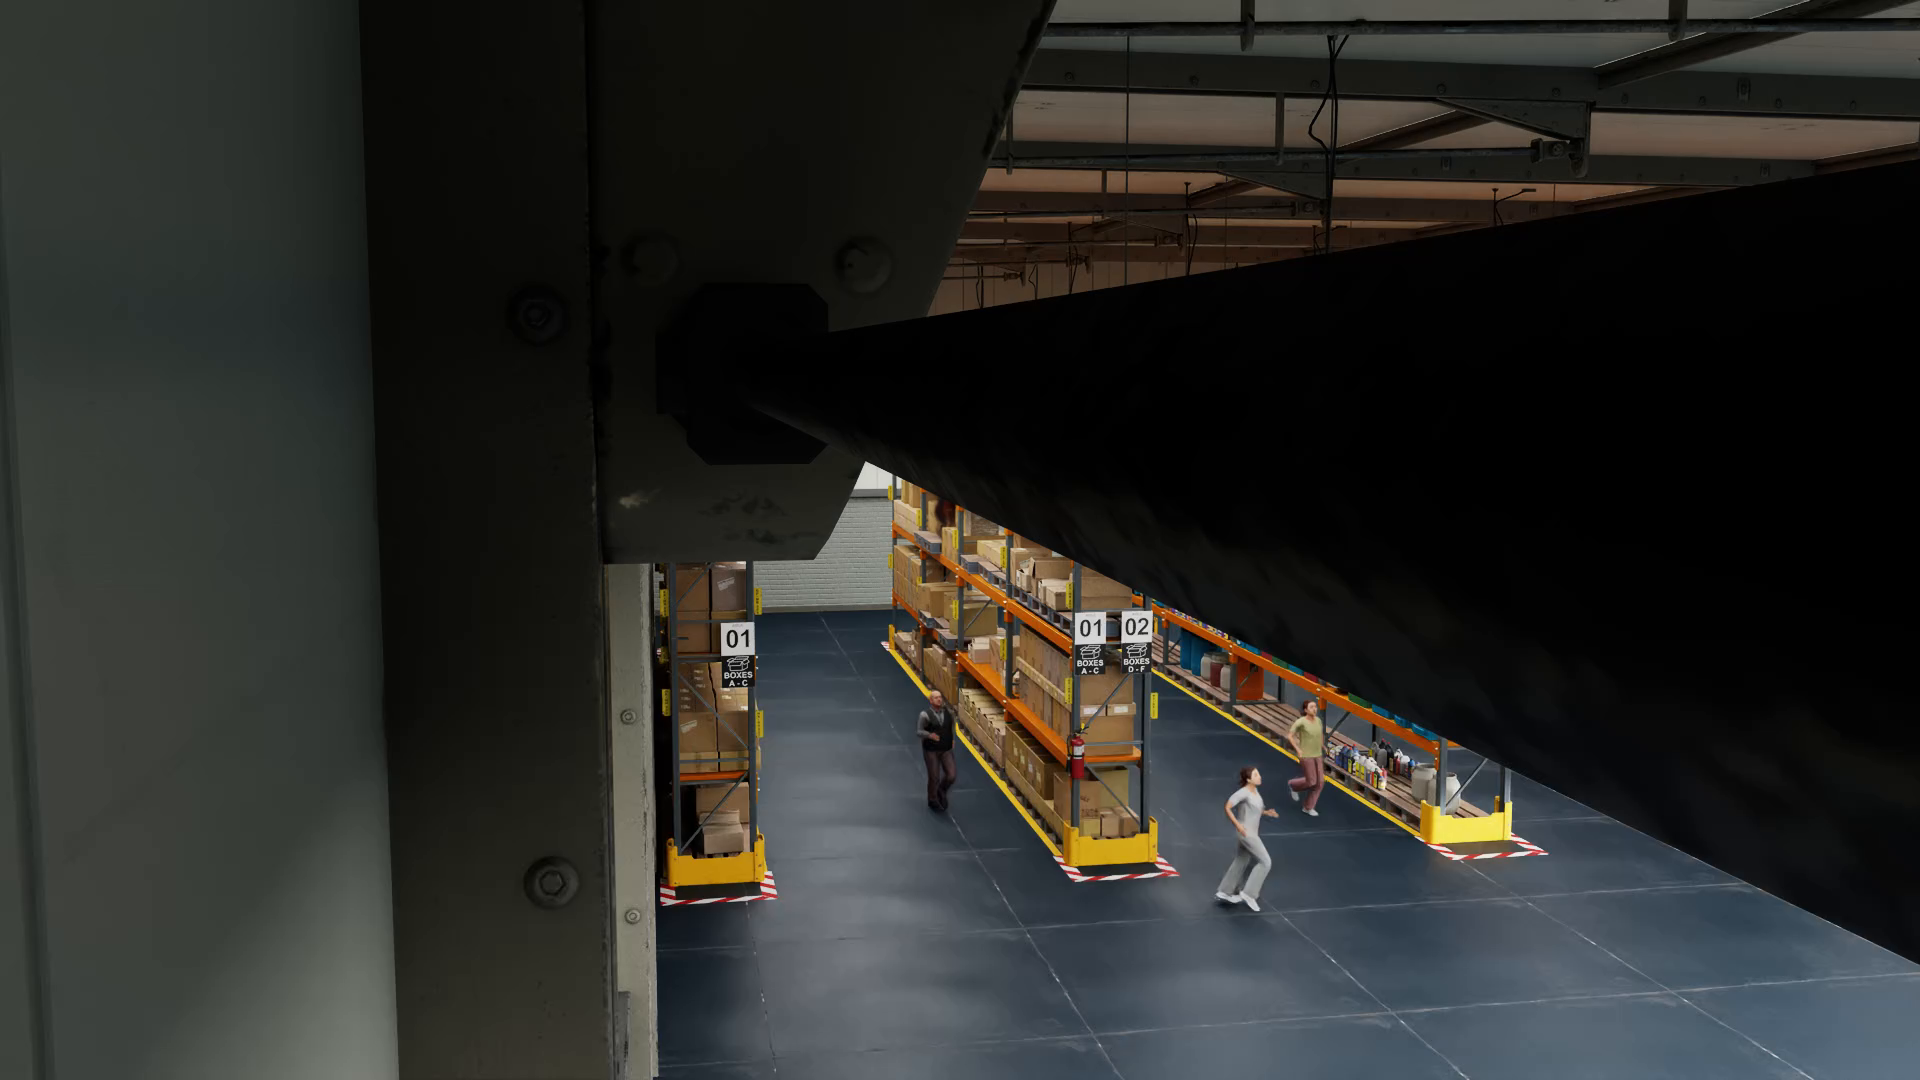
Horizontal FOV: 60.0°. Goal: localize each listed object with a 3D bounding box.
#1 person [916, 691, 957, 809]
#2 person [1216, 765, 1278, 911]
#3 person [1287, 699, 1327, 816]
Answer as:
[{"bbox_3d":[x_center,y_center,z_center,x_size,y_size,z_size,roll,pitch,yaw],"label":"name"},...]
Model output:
[{"bbox_3d":[-0.280,2.967,23.315,0.645,1.699,0.619,-2,7,-21],"label":"person"},{"bbox_3d":[3.320,3.439,19.239,0.695,1.692,0.542,2,7,20],"label":"person"},{"bbox_3d":[4.867,3.018,23.262,0.581,1.626,0.565,-3,7,-25],"label":"person"}]
